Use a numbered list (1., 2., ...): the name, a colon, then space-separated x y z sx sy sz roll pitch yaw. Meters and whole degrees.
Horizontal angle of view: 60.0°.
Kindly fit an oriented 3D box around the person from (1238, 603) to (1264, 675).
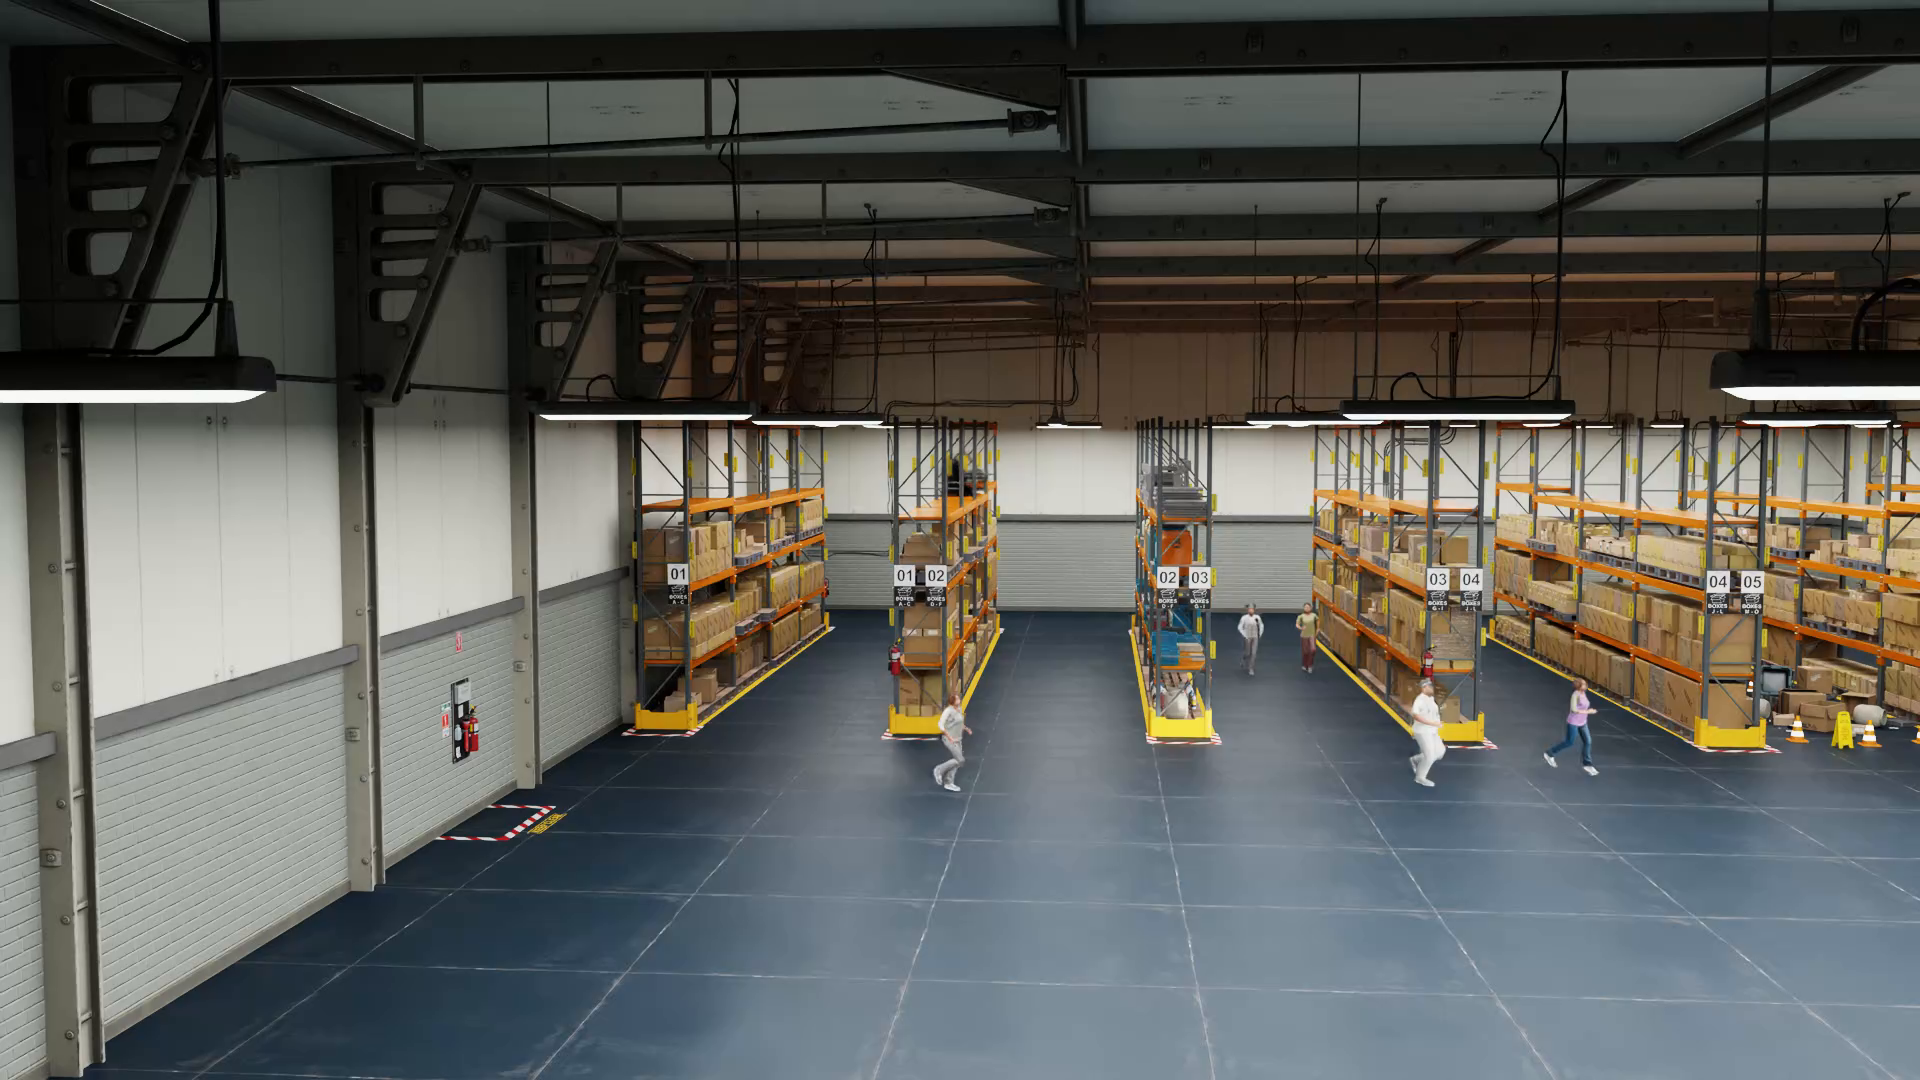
1. person: 6.911 2.327 39.483 0.622 1.681 0.683 0 4 0

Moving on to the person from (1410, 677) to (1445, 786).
1. person: 7.574 3.092 26.964 0.611 1.752 0.705 3 5 36

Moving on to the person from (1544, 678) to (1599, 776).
1. person: 10.289 3.145 27.892 0.881 1.526 0.548 4 5 45

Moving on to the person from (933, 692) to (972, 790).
1. person: -0.093 3.215 26.565 0.540 1.569 0.527 2 4 27

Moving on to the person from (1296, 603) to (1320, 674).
1. person: 8.261 2.326 39.486 0.580 1.684 0.673 1 4 8
